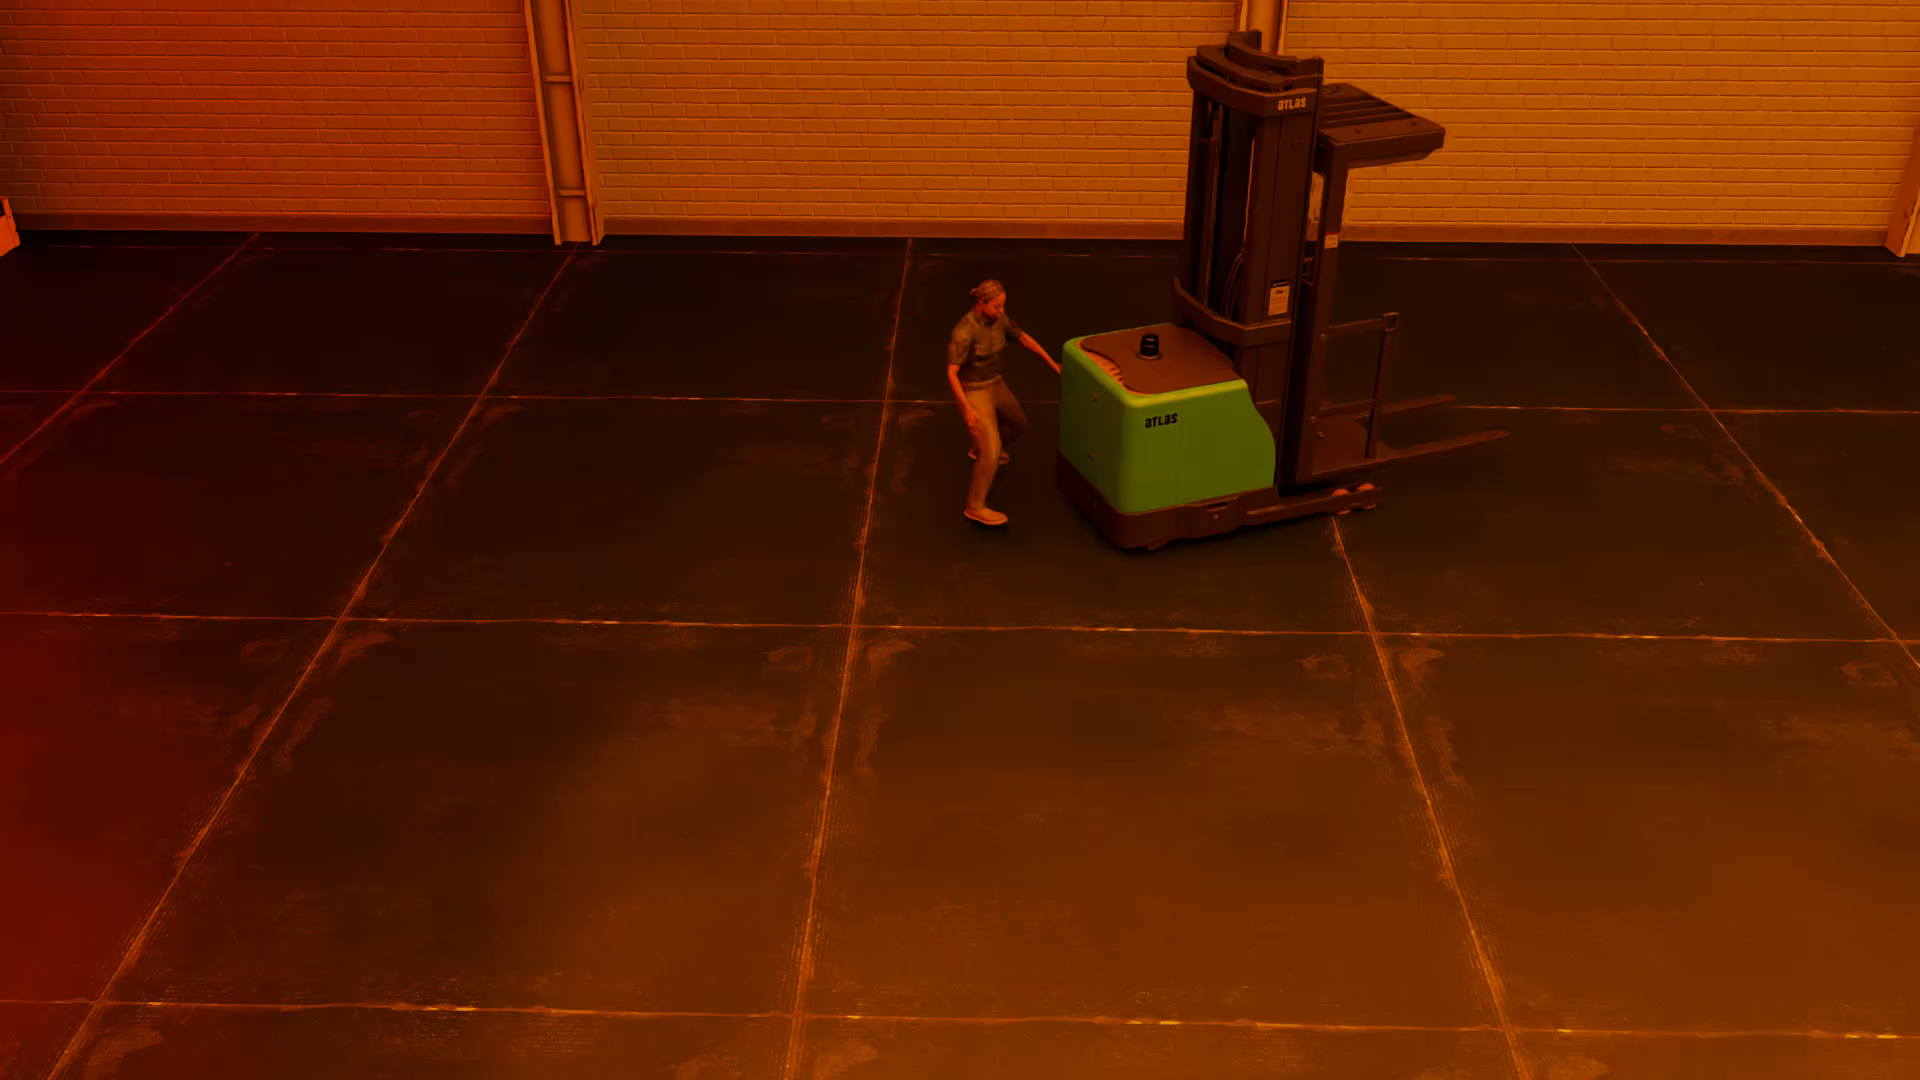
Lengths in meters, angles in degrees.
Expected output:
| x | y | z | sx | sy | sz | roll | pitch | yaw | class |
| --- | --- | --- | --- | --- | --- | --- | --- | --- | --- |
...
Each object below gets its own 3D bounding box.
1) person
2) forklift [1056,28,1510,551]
| x | y | z | sx | sy | sz | roll | pitch | yaw | class |
| --- | --- | --- | --- | --- | --- | --- | --- | --- | --- |
| 0.223 | -0.965 | 10.666 | 0.784 | 1.490 | 0.906 | 23 | 38 | 34 | person |
| 2.205 | -1.662 | 10.434 | 3.031 | 2.935 | 1.130 | -11 | 32 | -18 | forklift |
